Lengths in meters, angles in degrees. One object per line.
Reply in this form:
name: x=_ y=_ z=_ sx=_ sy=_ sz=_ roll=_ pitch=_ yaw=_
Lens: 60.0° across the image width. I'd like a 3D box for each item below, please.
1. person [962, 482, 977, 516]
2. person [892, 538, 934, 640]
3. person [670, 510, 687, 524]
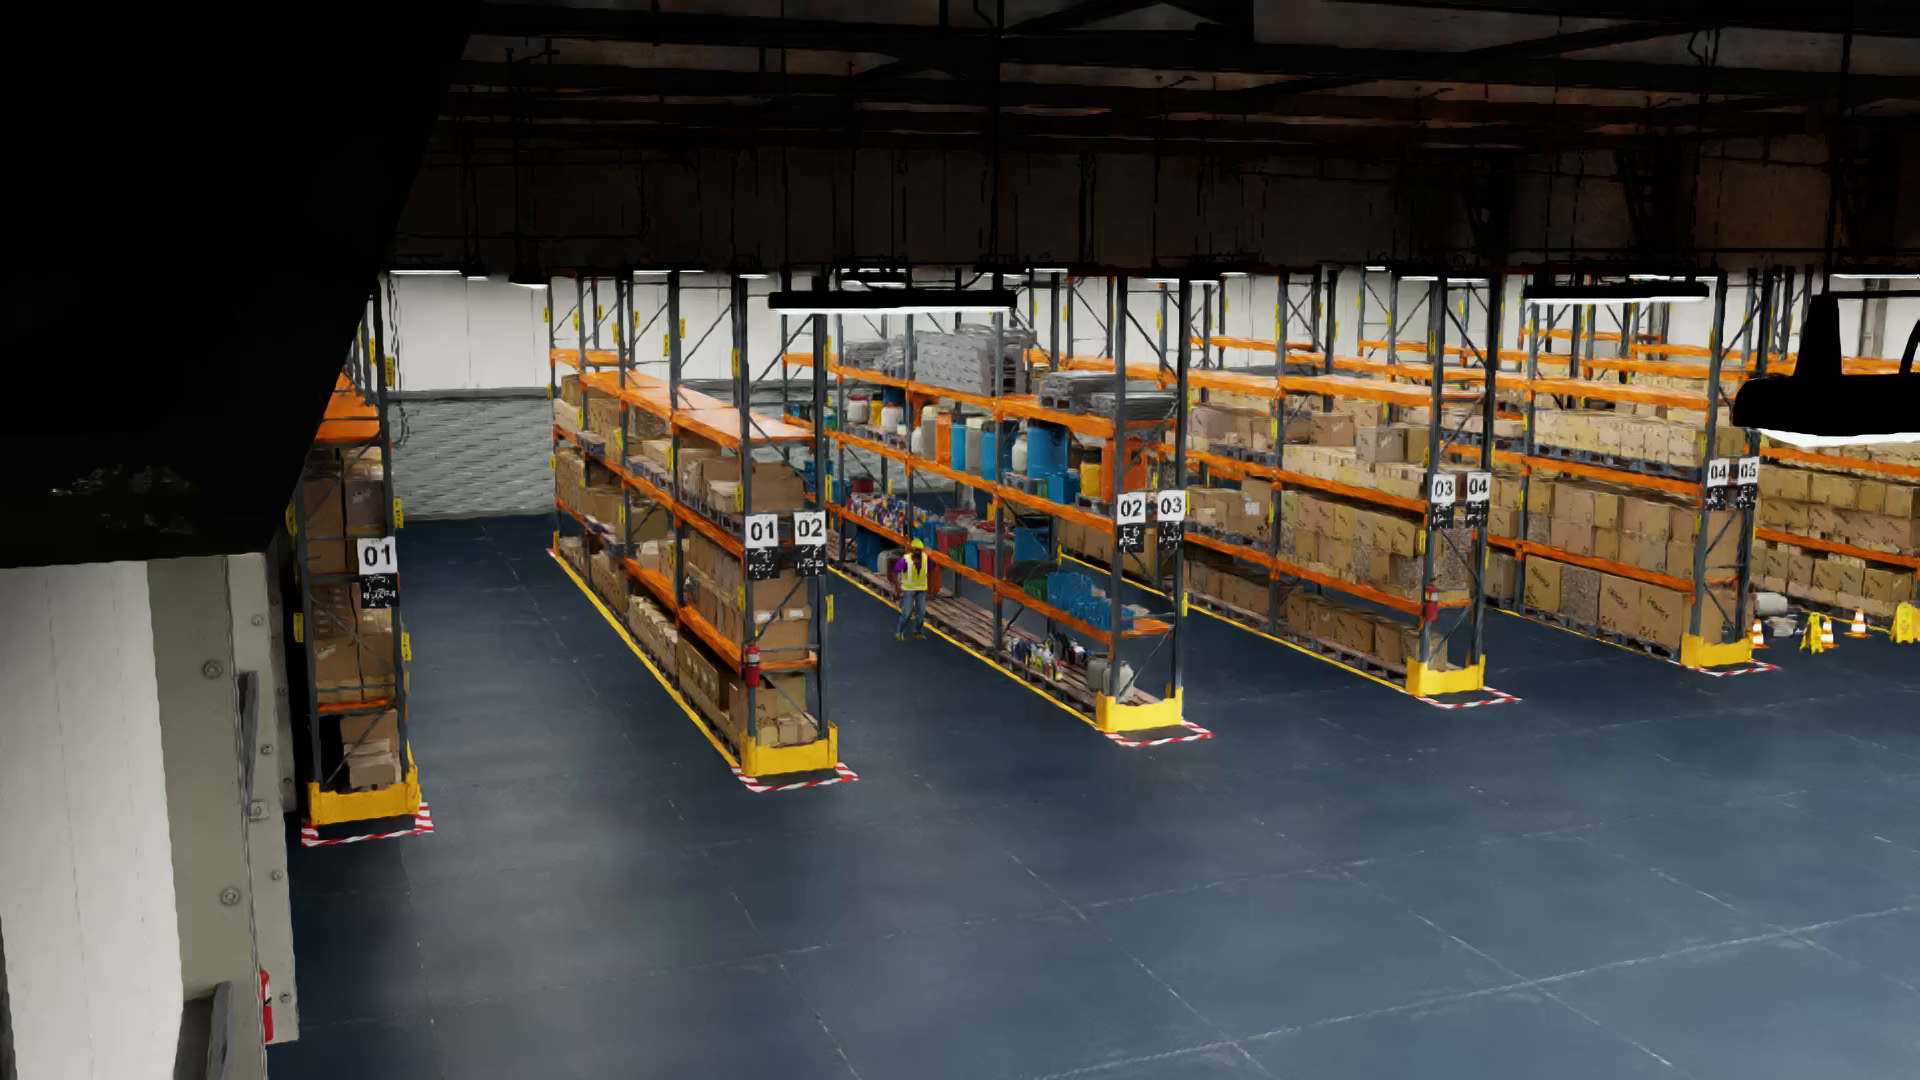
person: x=0.126 y=-0.949 z=37.372 sx=0.447 sy=1.588 sz=1.095 roll=-3 pitch=10 yaw=-19
person: x=-0.751 y=0.806 z=27.132 sx=0.719 sy=1.714 sz=0.578 roll=-4 pitch=11 yaw=-22
person: x=-5.932 y=-0.562 z=35.523 sx=0.463 sy=1.492 sz=0.998 roll=-4 pitch=11 yaw=-22
